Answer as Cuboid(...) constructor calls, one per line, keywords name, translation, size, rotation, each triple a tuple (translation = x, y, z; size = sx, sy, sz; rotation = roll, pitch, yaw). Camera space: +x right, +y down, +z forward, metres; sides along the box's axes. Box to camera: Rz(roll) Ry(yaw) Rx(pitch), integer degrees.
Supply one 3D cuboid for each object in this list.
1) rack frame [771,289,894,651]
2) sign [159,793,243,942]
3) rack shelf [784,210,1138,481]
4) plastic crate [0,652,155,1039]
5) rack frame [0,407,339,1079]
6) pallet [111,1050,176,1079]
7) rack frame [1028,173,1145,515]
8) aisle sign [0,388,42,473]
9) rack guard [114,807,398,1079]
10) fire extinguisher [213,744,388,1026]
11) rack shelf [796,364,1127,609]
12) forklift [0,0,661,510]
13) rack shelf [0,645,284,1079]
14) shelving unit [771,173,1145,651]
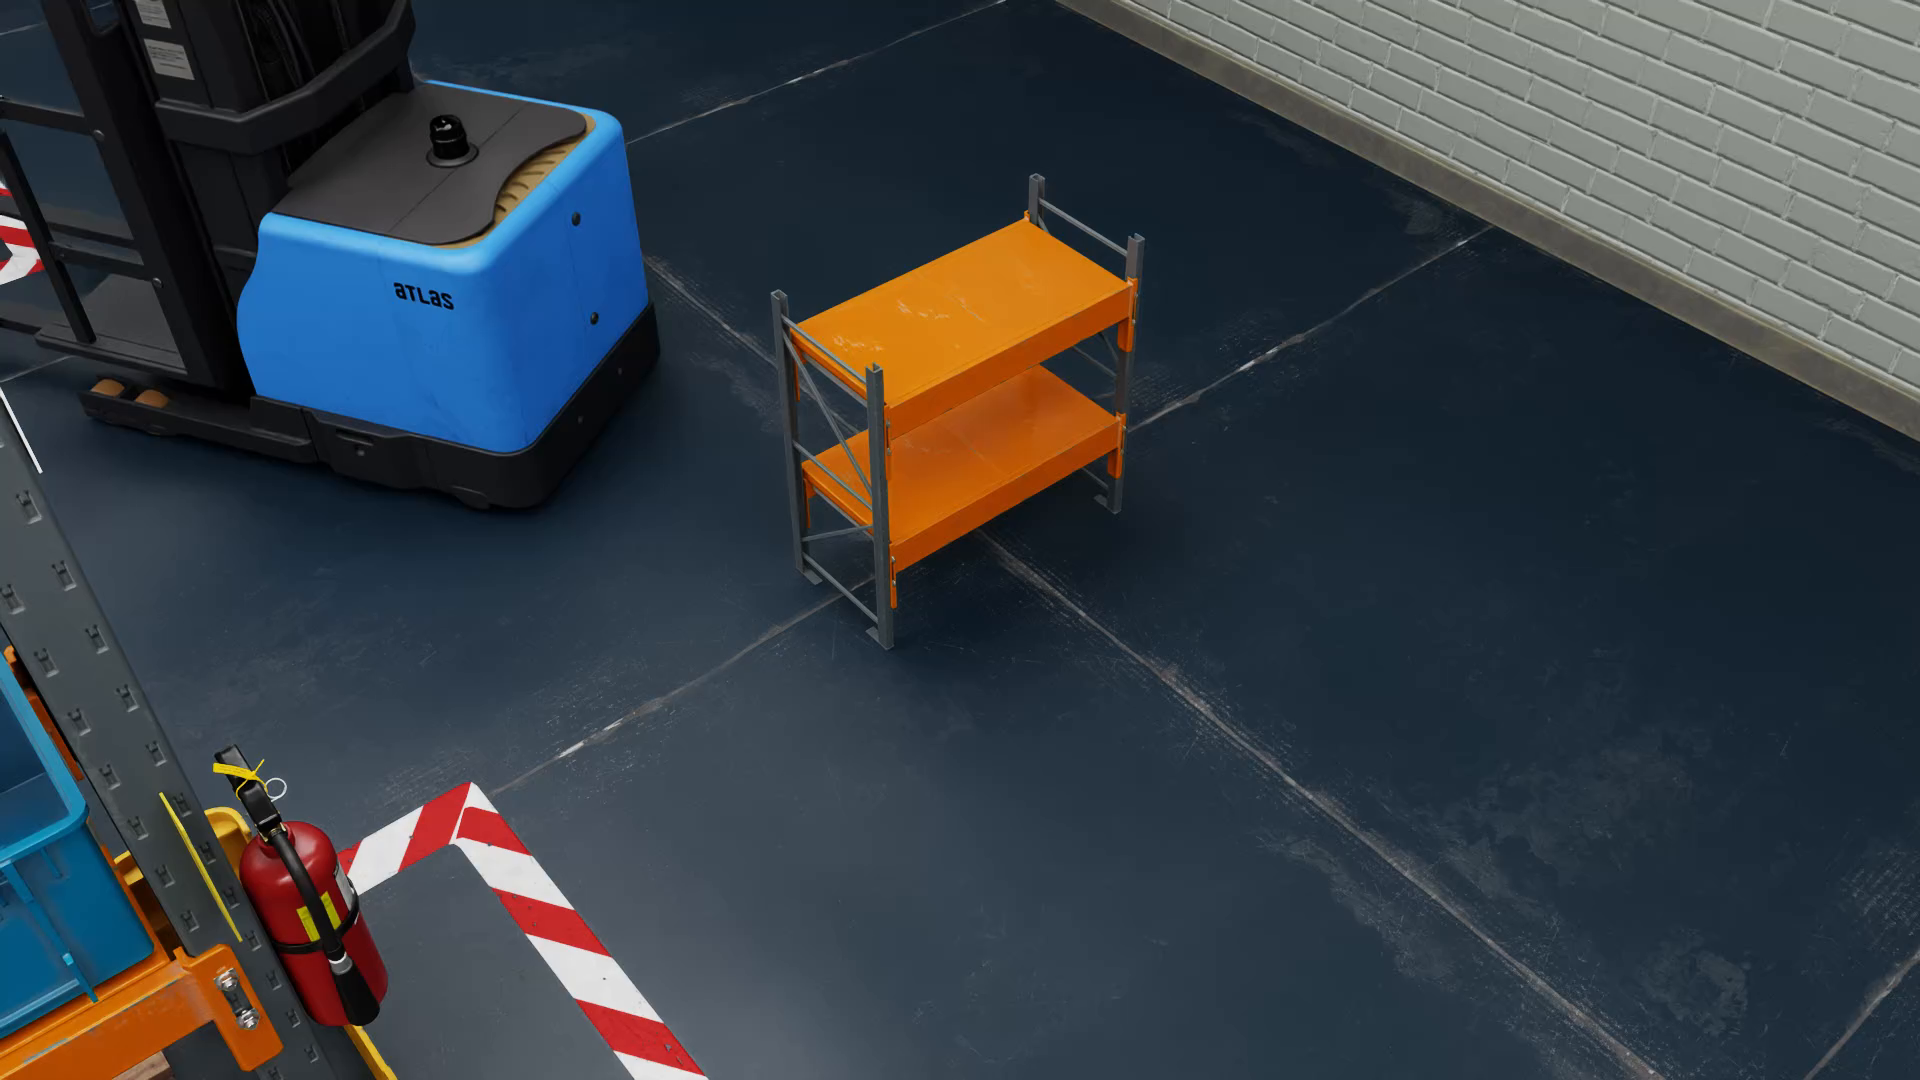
Cuboid(name="rack frame", translation=(-0.385, -0.190, 5.130), size=(0.032, 1.125, 0.500), rotation=(-30, 51, -28))
Cuboid(name="sign", translation=(-1.295, 0.563, 2.841), size=(0.005, 0.325, 0.100), rotation=(-30, 51, -28))
Cuboid(name="rack shelf", translation=(0.005, -0.626, 5.168), size=(1.000, 0.278, 0.538), rotation=(-30, 51, -28))
Cuboid(name="plastic crate", translation=(-1.797, 0.551, 2.903), size=(0.499, 0.435, 0.616), rotation=(-30, 51, -28))
Cuboid(name="rack frame", translation=(-1.660, 0.340, 3.197), size=(0.127, 3.000, 1.000), rotation=(-30, 51, -28))
Cuboid(name="pallet", translation=(-2.318, 1.699, 3.787), size=(1.213, 0.211, 1.003), rotation=(-30, 51, -28))
Cuboid(name="rack frame", translation=(0.395, -0.636, 5.606), size=(0.032, 1.125, 0.500), rotation=(-30, 51, -28))
Cuboid(name="aisle sign", translation=(-1.417, -0.485, 2.176), size=(0.004, 0.787, 0.394), rotation=(-30, 51, -28))
Cuboid(name="rack guard", translation=(-1.650, 1.234, 4.071), size=(0.348, 0.500, 1.175), rotation=(-30, 51, -28))
Cuboid(name="fire extinguisher", translation=(-1.253, 0.677, 3.167), size=(0.183, 0.674, 0.296), rotation=(-30, 51, -28))
Cuboid(name="rack shelf", translation=(0.005, -0.235, 5.535), size=(1.000, 0.278, 0.538), rotation=(-30, 51, -28))
Cuboid(name="forklift", translation=(-2.729, -1.784, 5.508), size=(3.031, 2.935, 1.130), rotation=(13, 45, 14))
Cuboid(name="rack shelf", translation=(-3.194, 1.481, 2.507), size=(4.000, 0.370, 1.077), rotation=(-30, 51, -28))
Cuboid(name="shelving unit", translation=(0.005, -0.413, 5.368), size=(1.048, 1.125, 0.538), rotation=(-30, 51, -28))
